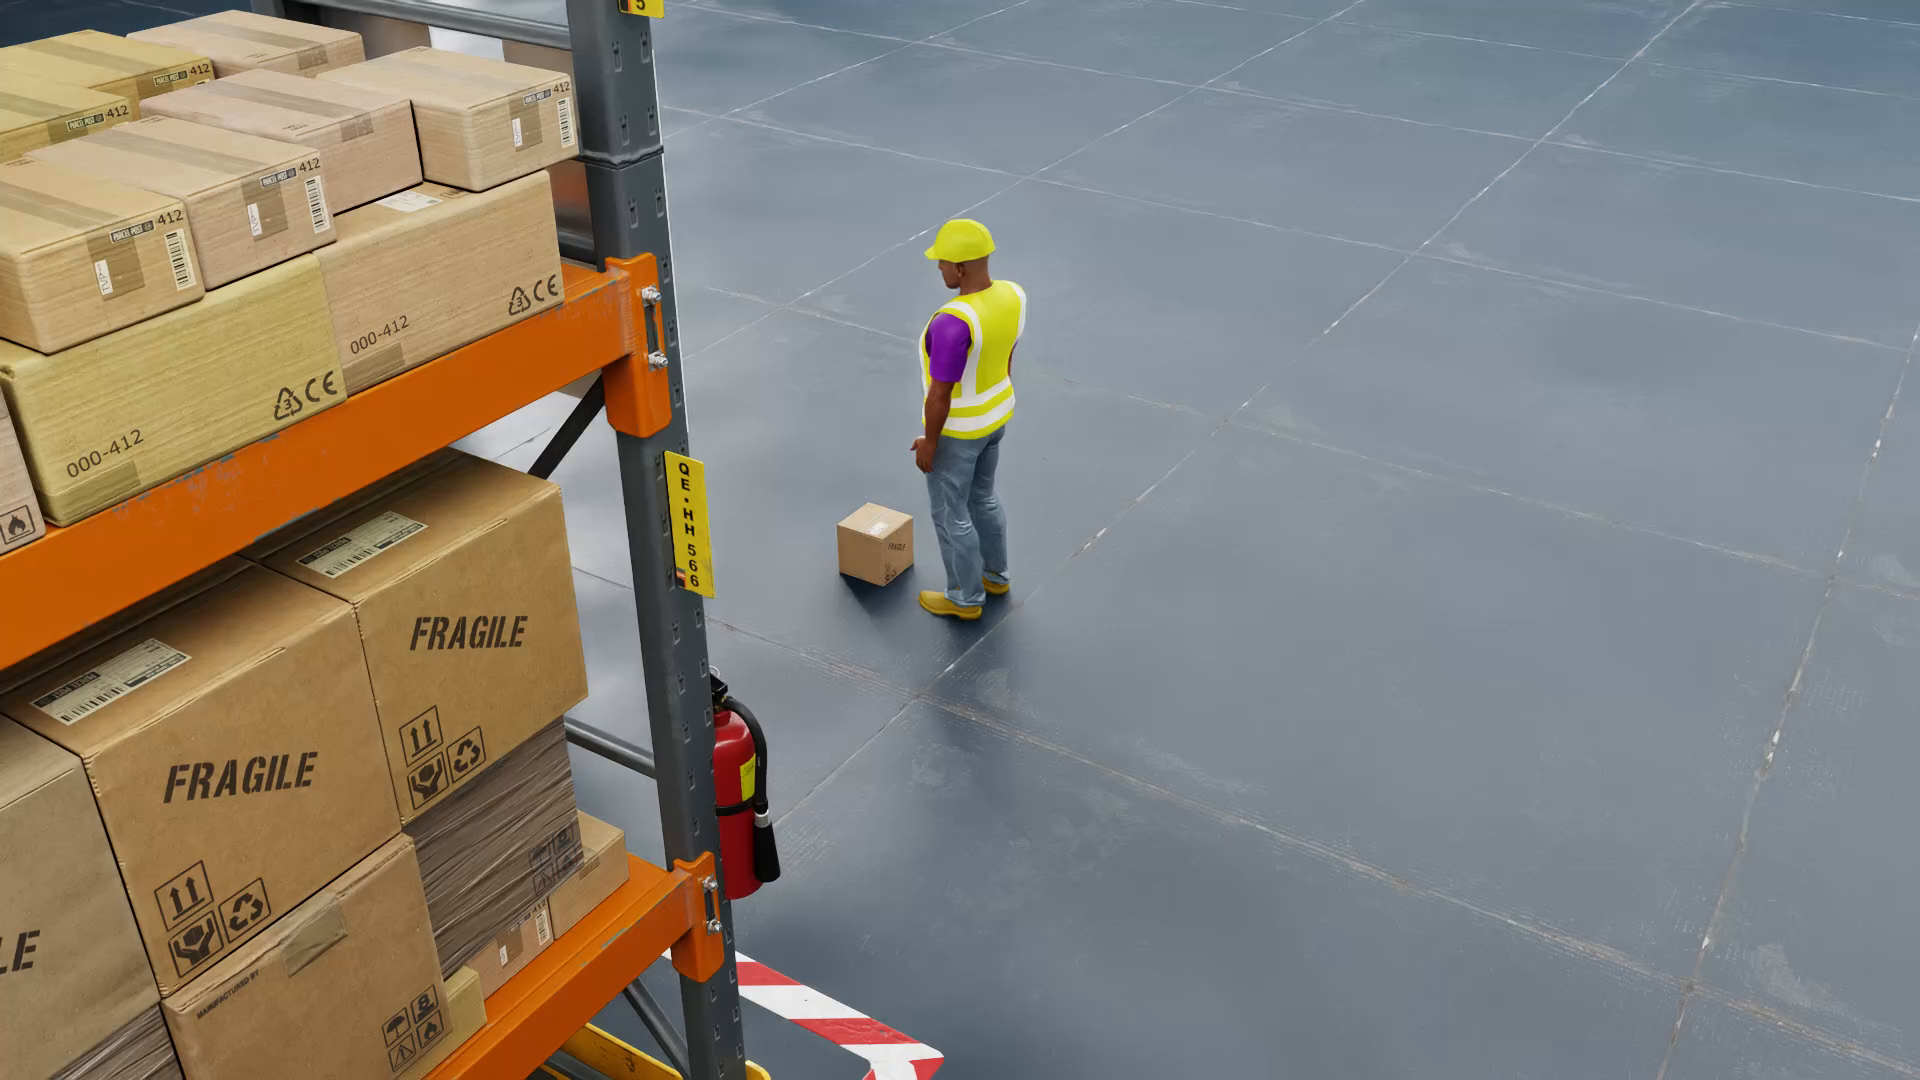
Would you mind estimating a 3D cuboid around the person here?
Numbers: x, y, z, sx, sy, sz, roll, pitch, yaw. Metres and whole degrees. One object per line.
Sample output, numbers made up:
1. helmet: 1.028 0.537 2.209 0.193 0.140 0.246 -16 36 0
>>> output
1. person: 0.025 -0.494 6.960 0.363 1.767 0.566 18 35 28
